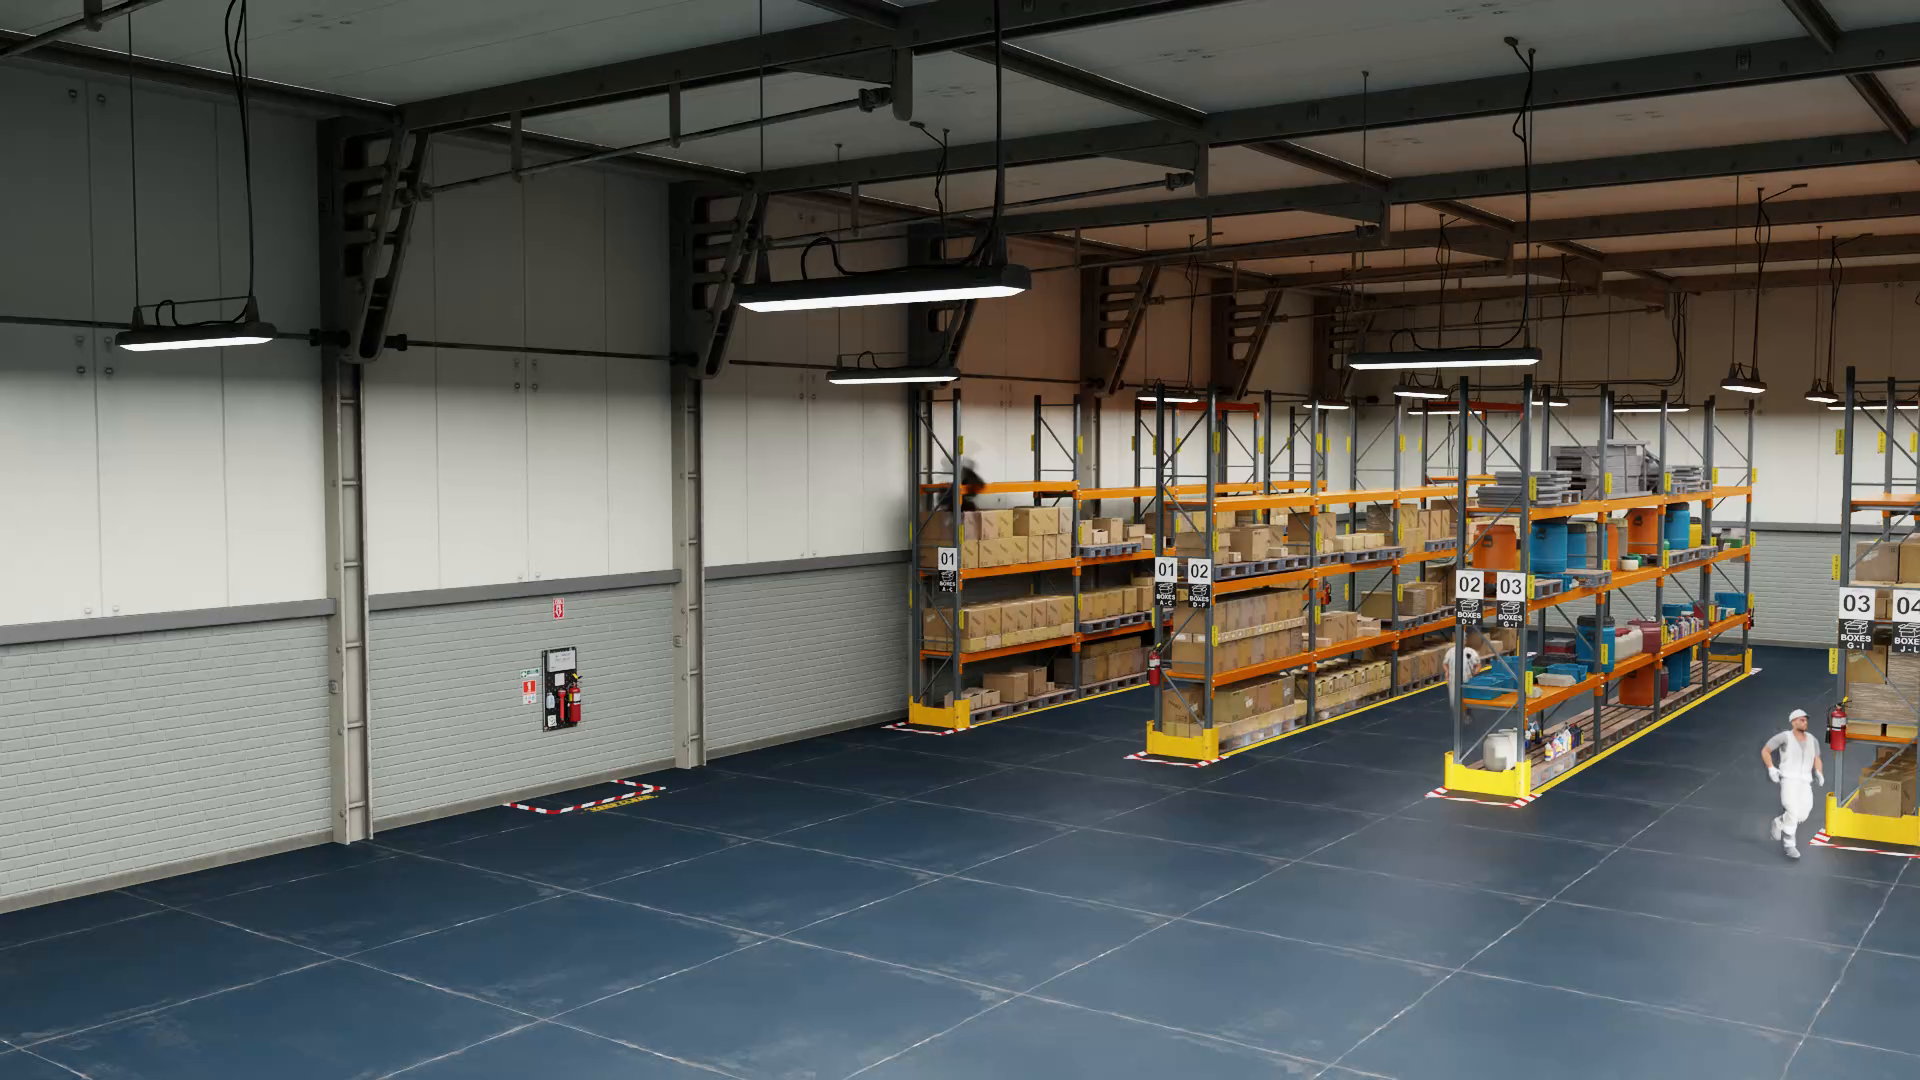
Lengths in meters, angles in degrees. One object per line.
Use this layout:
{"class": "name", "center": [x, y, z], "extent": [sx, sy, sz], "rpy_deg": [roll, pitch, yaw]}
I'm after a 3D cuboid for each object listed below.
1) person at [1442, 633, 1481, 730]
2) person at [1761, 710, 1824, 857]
{"class": "person", "center": [8.772, 2.470, 29.154], "extent": [0.659, 1.732, 0.600], "rpy_deg": [2, 4, 25]}
{"class": "person", "center": [10.282, 2.971, 20.484], "extent": [0.703, 1.754, 0.674], "rpy_deg": [0, 3, 0]}
